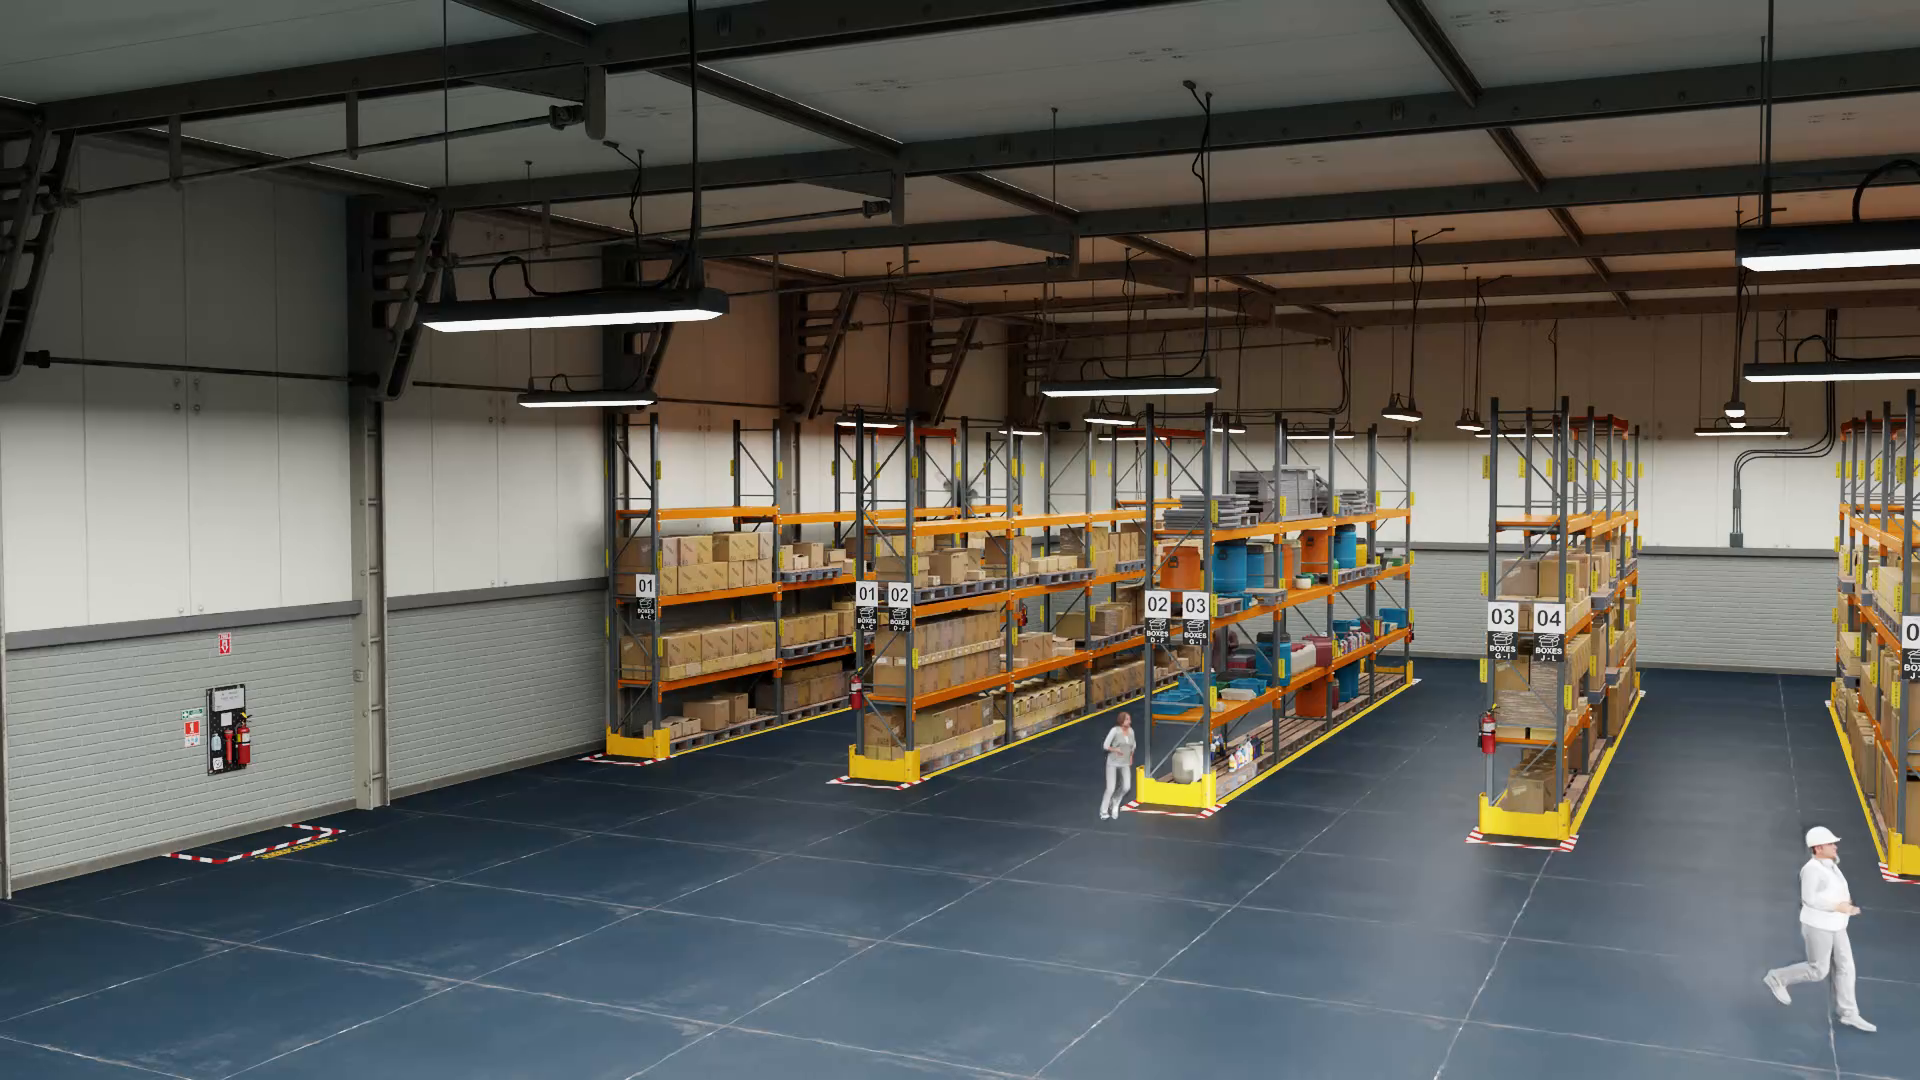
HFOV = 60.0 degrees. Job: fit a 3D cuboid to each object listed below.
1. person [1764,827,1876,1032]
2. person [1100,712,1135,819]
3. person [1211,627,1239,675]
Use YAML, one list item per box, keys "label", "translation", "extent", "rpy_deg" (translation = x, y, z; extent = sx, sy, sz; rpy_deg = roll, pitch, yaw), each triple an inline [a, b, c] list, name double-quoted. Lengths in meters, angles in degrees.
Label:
- label: "person"
  translation: [7.790, 3.477, 15.033]
  extent: [0.661, 1.769, 0.936]
  rpy_deg: [-2, 3, -42]
- label: "person"
  translation: [2.316, 3.221, 23.774]
  extent: [0.544, 1.536, 0.568]
  rpy_deg: [-1, 2, -15]
- label: "person"
  translation: [5.708, 2.574, 36.172]
  extent: [0.710, 1.753, 1.055]
  rpy_deg: [1, 2, 14]
